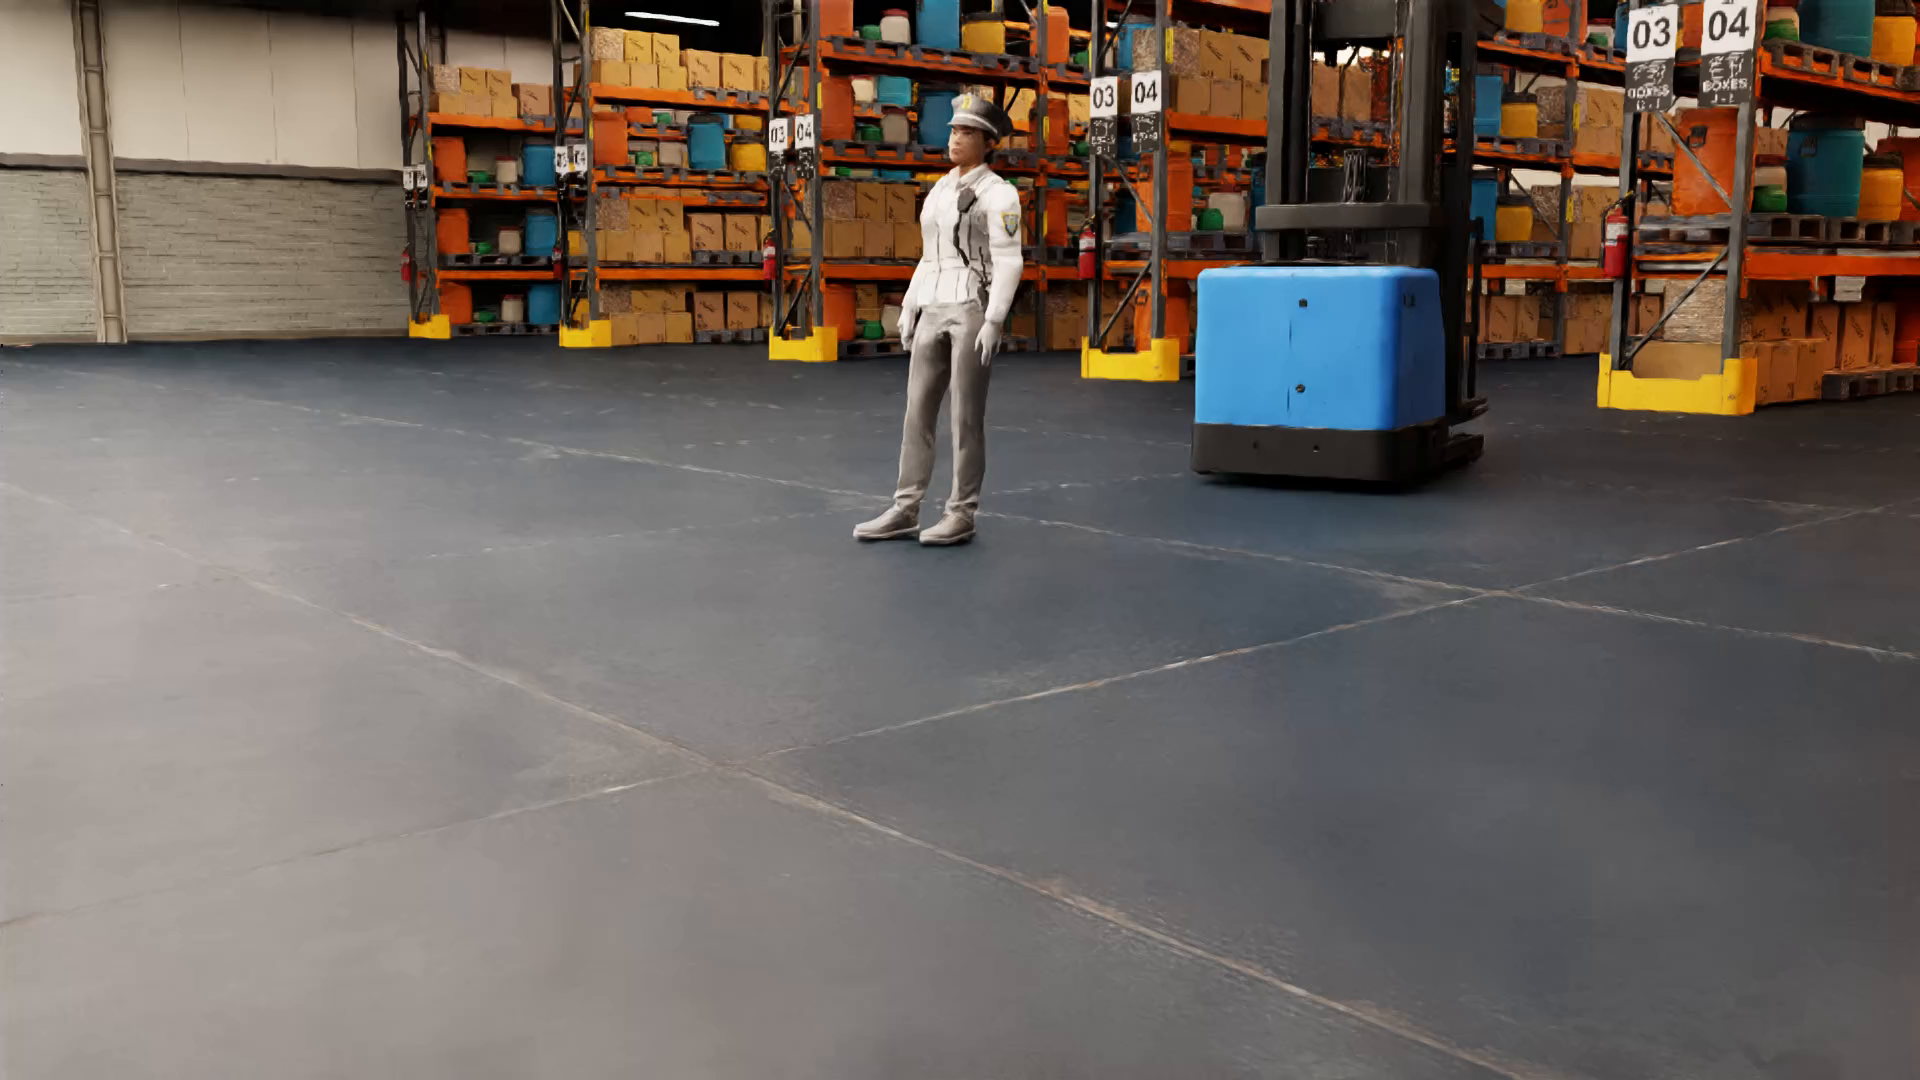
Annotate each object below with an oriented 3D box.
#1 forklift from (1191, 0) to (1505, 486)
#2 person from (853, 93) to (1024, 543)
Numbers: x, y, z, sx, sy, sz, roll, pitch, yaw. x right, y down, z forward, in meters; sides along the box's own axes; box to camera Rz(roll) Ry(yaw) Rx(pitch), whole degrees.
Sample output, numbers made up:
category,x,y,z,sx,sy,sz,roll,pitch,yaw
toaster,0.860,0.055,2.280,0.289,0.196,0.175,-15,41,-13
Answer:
category,x,y,z,sx,sy,sz,roll,pitch,yaw
forklift,2.321,-1.896,9.206,1.130,2.935,3.031,5,10,29
person,-0.056,-0.839,6.370,0.533,1.695,0.586,-8,12,-40
